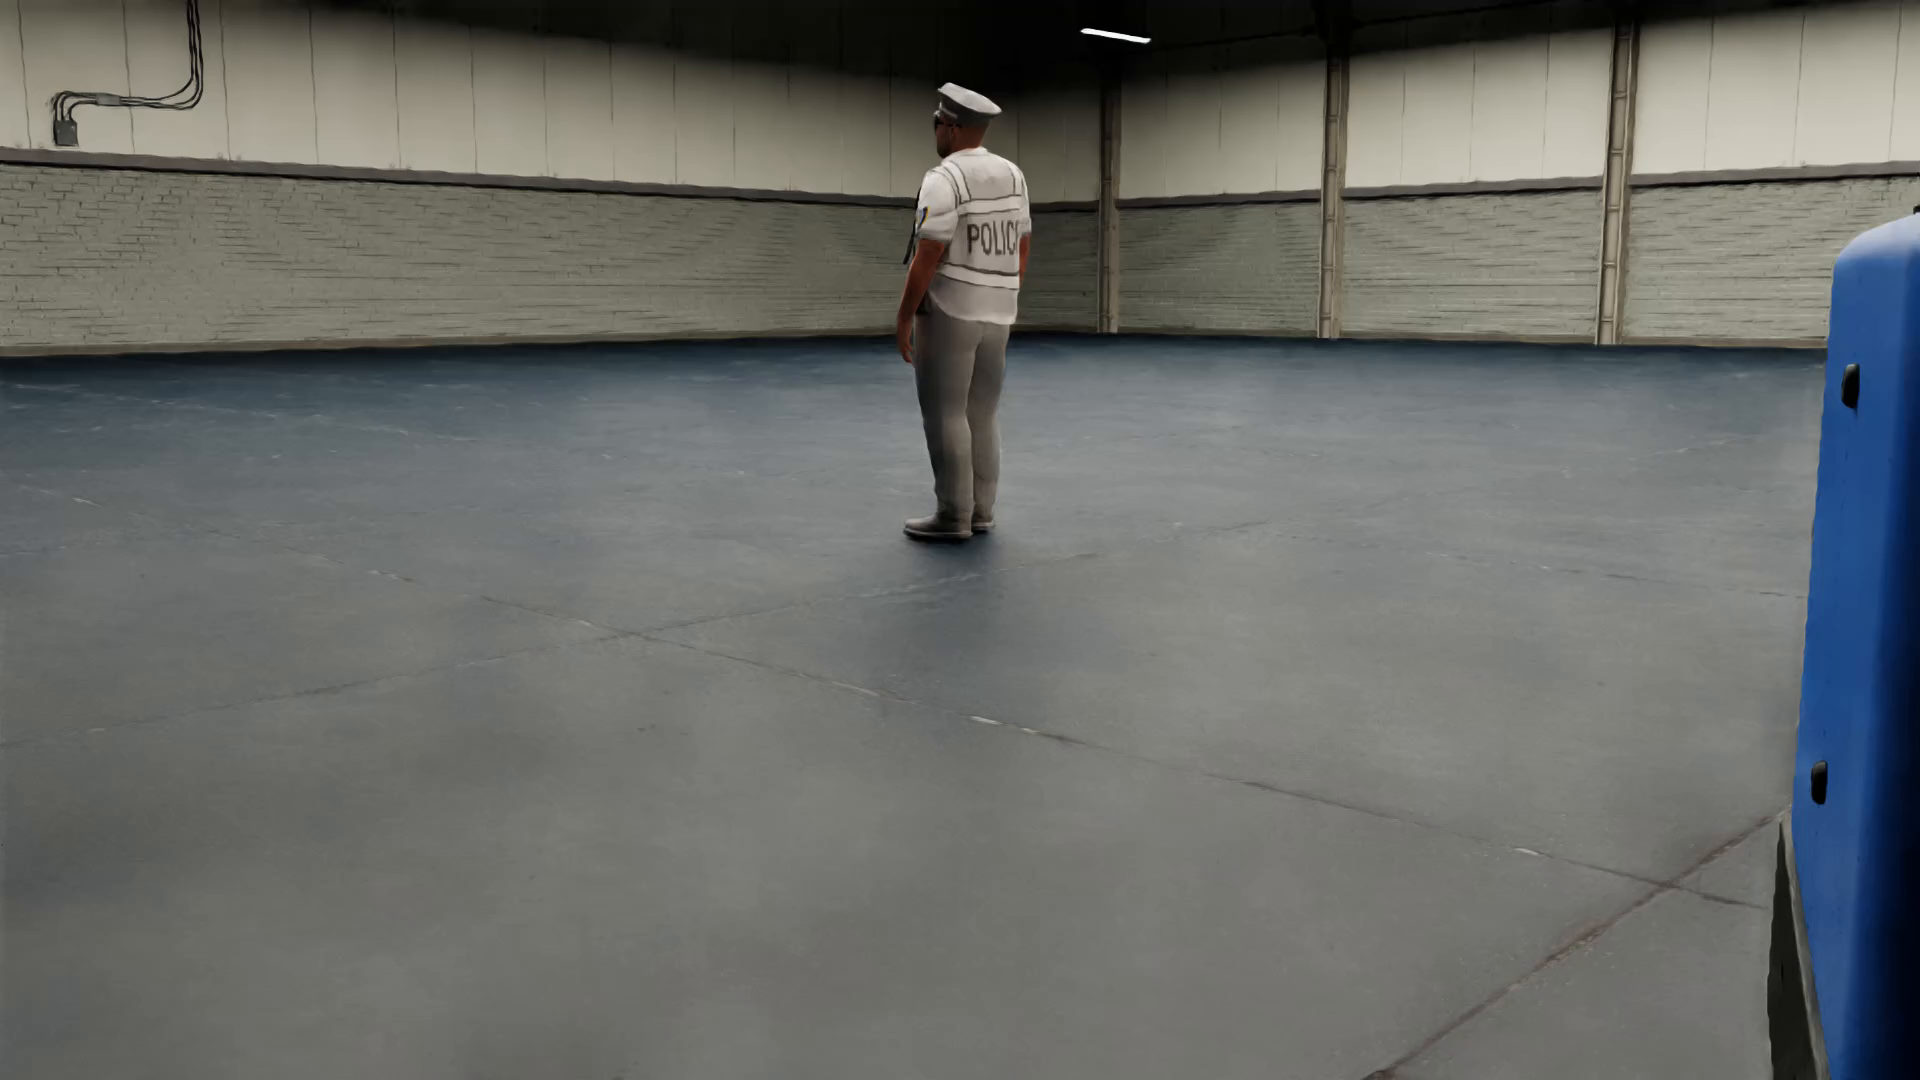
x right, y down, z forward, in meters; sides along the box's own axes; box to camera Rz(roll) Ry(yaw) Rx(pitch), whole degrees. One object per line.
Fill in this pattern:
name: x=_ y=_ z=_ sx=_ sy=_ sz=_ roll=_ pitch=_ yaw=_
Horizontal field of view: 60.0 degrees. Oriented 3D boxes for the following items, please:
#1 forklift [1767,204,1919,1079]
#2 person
forklift: x=2.284 y=-0.623 z=1.009 sx=3.031 sy=2.935 sz=1.130 roll=4 pitch=9 yaw=24
person: x=-0.048 y=-0.898 z=6.645 sx=0.574 sy=1.781 sz=0.640 roll=8 pitch=12 yaw=43
